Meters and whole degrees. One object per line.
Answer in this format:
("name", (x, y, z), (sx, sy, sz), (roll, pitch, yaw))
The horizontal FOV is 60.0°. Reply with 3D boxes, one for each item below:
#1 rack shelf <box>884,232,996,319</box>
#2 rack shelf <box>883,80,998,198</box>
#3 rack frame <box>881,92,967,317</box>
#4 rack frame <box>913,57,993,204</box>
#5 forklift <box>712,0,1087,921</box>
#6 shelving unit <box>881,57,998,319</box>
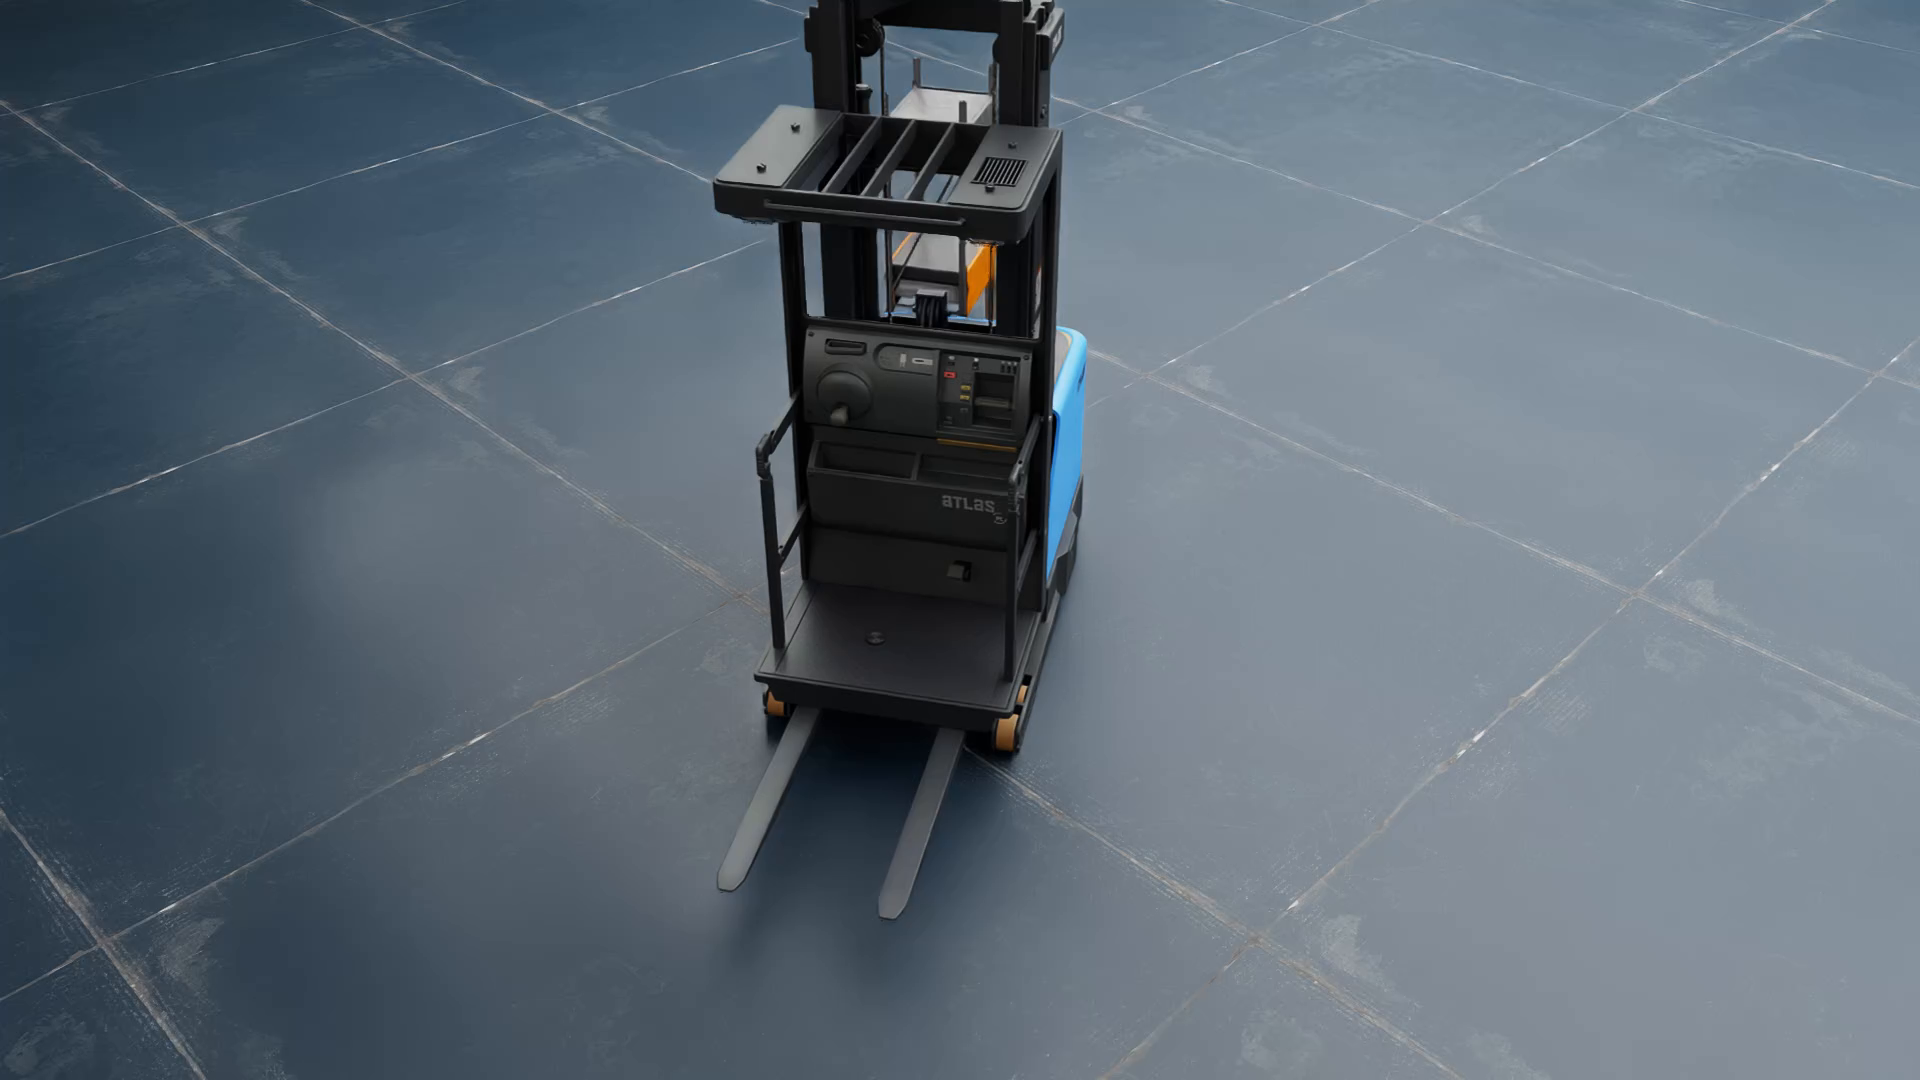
("rack shelf", (-0.093, -1.236, 8.211), (0.431, 0.518, 0.480), (9, 36, 13))
("rack shelf", (-0.093, -1.810, 7.810), (0.431, 0.518, 0.480), (9, 36, 13))
("rack frame", (-0.161, -1.113, 8.011), (0.400, 2.100, 0.015), (9, 36, 13))
("rack frame", (-0.025, -1.381, 8.395), (0.400, 2.100, 0.015), (9, 36, 13))
("forklift", (-0.220, -0.553, 6.481), (1.130, 2.935, 3.031), (7, 36, 11))
("shelving unit", (-0.093, -1.247, 8.203), (0.431, 2.100, 0.503), (9, 36, 13))
